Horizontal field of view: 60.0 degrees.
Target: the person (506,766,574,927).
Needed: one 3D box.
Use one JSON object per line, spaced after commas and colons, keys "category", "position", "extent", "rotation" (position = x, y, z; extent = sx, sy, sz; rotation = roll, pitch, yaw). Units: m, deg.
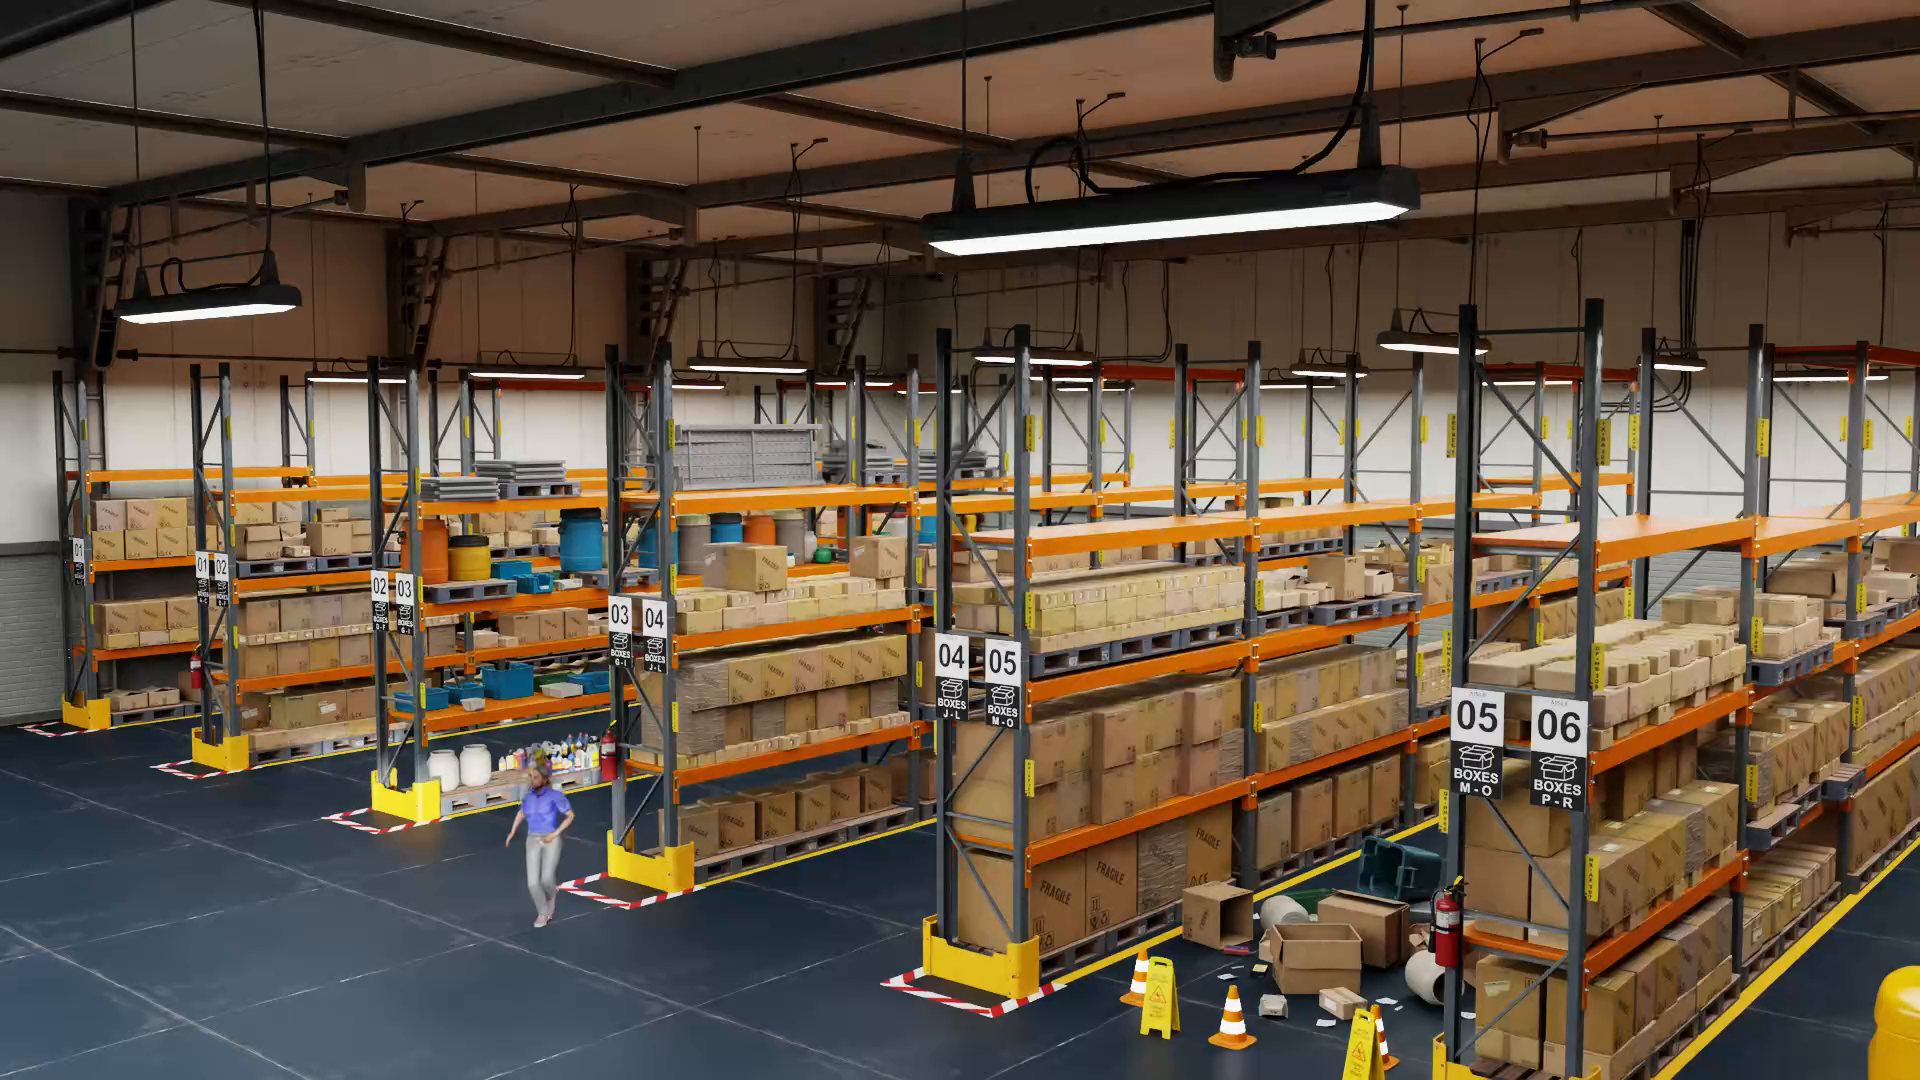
{"category": "person", "position": [-4.311, 3.151, 17.059], "extent": [0.688, 1.624, 0.470], "rotation": [1, 4, 8]}
